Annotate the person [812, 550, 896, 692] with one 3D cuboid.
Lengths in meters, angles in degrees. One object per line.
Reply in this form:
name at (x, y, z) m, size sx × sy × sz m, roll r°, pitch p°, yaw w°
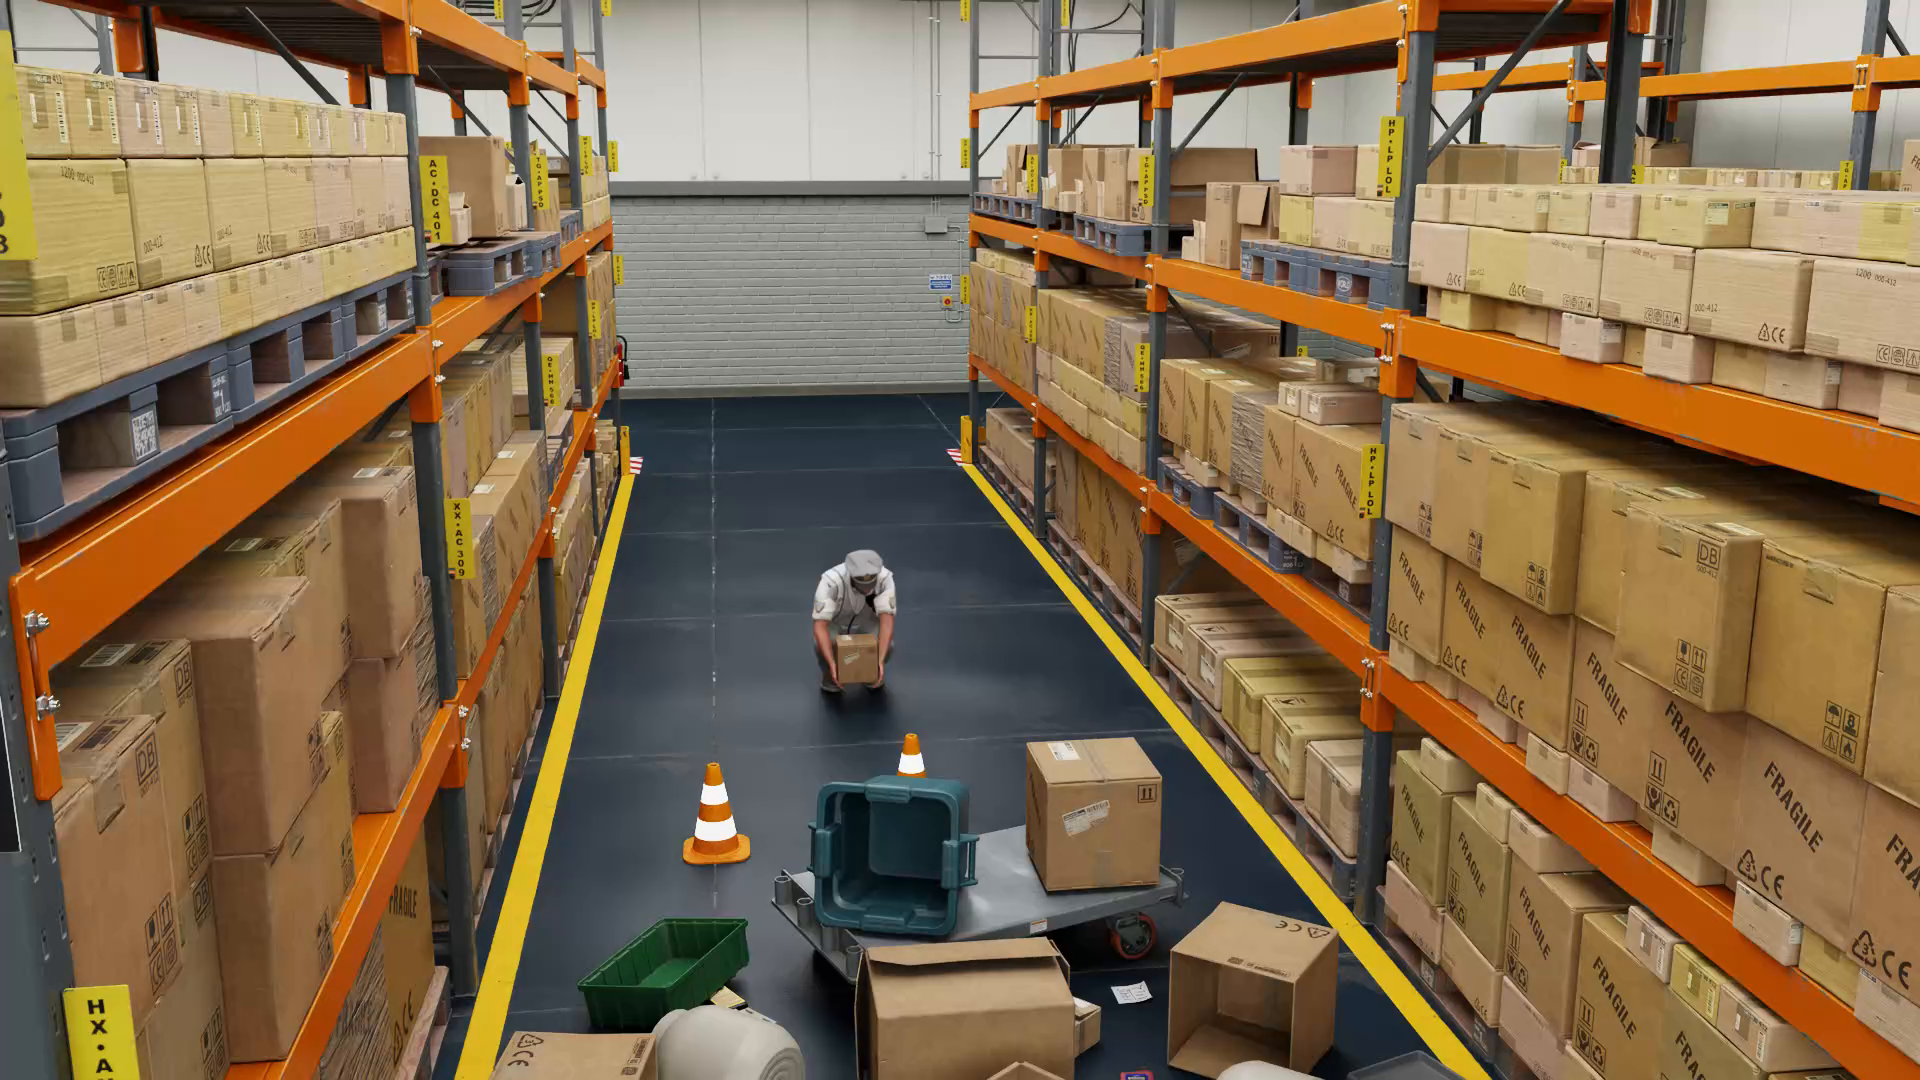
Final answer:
person at (-0.704, 0.509, 10.945) m, size 0.553 × 1.010 × 0.903 m, roll -2°, pitch 13°, yaw -8°
